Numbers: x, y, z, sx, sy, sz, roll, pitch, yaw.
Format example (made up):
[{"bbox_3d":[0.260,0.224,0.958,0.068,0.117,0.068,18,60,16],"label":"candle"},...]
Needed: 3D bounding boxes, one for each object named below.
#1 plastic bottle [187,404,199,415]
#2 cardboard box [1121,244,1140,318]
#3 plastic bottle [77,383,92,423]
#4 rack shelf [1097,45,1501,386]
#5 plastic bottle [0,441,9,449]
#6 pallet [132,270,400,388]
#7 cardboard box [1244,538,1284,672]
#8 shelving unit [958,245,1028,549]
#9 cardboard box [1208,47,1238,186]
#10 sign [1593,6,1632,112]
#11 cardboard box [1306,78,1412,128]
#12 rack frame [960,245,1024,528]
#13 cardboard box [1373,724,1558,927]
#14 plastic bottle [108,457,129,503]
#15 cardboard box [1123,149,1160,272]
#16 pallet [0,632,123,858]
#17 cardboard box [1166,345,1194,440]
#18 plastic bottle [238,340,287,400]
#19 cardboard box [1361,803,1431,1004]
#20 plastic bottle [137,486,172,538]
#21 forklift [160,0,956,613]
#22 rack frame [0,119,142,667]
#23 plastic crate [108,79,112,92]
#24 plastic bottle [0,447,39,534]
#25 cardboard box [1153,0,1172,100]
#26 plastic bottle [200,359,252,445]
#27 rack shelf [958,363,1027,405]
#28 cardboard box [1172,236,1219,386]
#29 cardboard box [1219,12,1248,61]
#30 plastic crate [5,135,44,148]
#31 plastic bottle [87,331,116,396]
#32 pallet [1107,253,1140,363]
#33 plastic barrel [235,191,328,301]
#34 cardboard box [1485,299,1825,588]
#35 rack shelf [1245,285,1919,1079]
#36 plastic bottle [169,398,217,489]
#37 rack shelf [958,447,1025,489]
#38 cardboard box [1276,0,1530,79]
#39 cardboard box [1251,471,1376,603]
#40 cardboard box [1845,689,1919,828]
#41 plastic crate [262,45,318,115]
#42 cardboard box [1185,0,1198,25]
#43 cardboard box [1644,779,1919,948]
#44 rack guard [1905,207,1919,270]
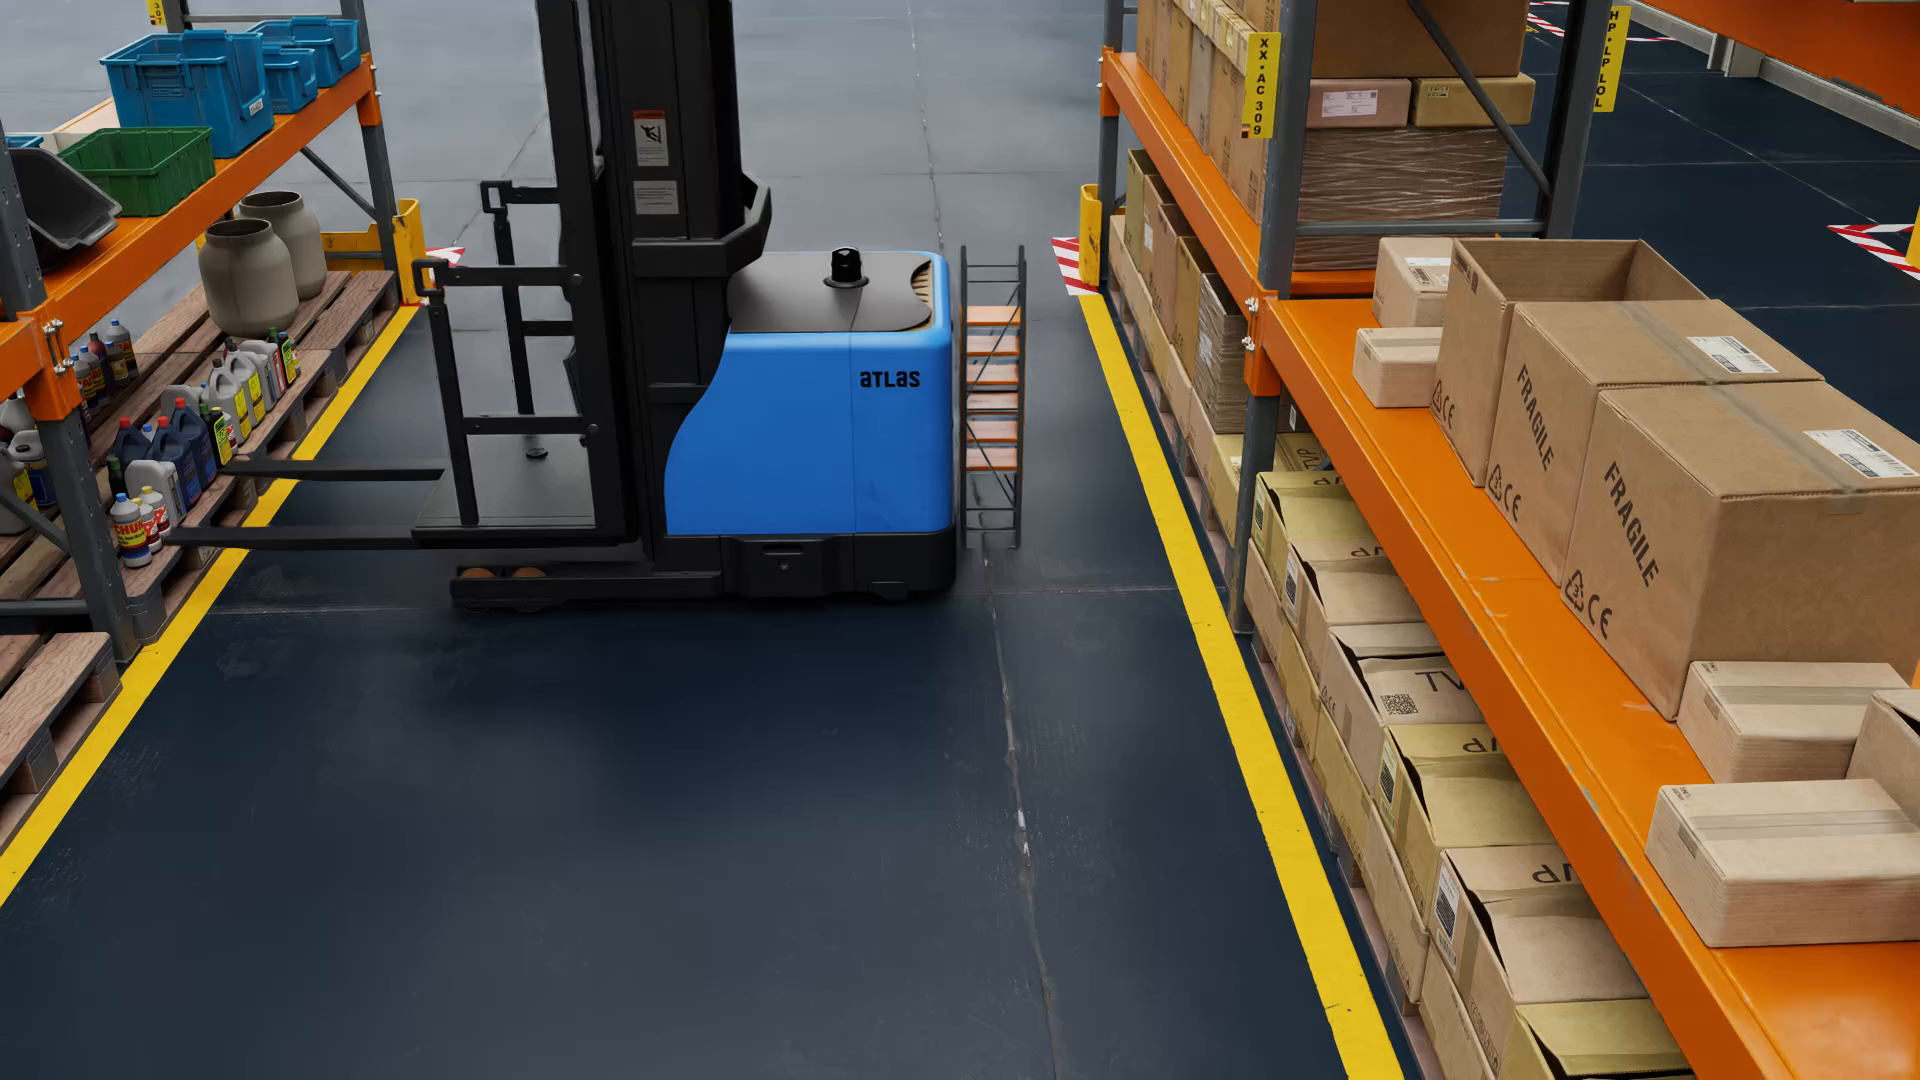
[{"bbox_3d":[-3.133,-0.422,6.791,0.097,0.271,0.097,0,28,0],"label":"plastic bottle"},{"bbox_3d":[1.124,-1.348,8.611,0.500,0.250,0.500,-1,28,-3],"label":"cardboard box"},{"bbox_3d":[-3.847,-0.606,7.219,0.097,0.201,0.097,0,28,0],"label":"plastic bottle"},{"bbox_3d":[1.392,-1.622,7.395,1.077,0.370,4.000,-1,28,-3],"label":"rack shelf"},{"bbox_3d":[-3.781,-0.300,6.469,0.144,0.351,0.185,-3,28,-5],"label":"plastic bottle"},{"bbox_3d":[-3.571,-1.102,8.634,1.003,0.211,1.213,-1,28,-3],"label":"pallet"},{"bbox_3d":[1.270,0.207,5.628,0.500,0.250,0.500,-2,28,-4],"label":"cardboard box"},{"bbox_3d":[0.123,-0.541,6.488,0.258,1.200,0.189,0,28,-1],"label":"shelving unit"},{"bbox_3d":[1.411,-1.742,6.738,0.700,0.500,0.500,-1,28,-2],"label":"cardboard box"},{"bbox_3d":[2.038,-1.514,5.242,0.100,0.325,0.005,-1,28,-3],"label":"sign"},{"bbox_3d":[1.269,-1.470,5.516,0.380,0.149,0.250,-1,28,-3],"label":"cardboard box"},{"bbox_3d":[0.121,-0.583,6.569,0.240,1.200,0.006,0,28,-1],"label":"rack frame"},{"bbox_3d":[1.351,0.673,4.128,0.500,0.311,0.500,-1,28,-1],"label":"cardboard box"},{"bbox_3d":[-3.179,-0.194,6.340,0.061,0.283,0.133,-1,28,-3],"label":"plastic bottle"},{"bbox_3d":[1.122,-1.681,8.437,0.500,0.500,0.500,-1,28,-3],"label":"cardboard box"},{"bbox_3d":[-3.370,0.698,5.183,1.003,0.211,1.213,-1,28,-3],"label":"pallet"},{"bbox_3d":[1.197,-0.655,7.282,0.500,0.250,0.500,-1,28,-3],"label":"cardboard box"},{"bbox_3d":[-3.139,-0.780,7.471,0.152,0.276,0.135,-1,28,-2],"label":"plastic bottle"},{"bbox_3d":[1.351,0.918,4.266,0.500,0.250,0.500,-1,28,-2],"label":"cardboard box"},{"bbox_3d":[-3.039,-0.106,6.260,0.097,0.201,0.097,0,28,0],"label":"plastic bottle"},{"bbox_3d":[-1.539,-1.273,6.022,3.031,2.935,1.130,-1,28,-1],"label":"forklift"},{"bbox_3d":[-3.450,-0.900,5.232,1.000,3.000,0.127,-1,28,-3],"label":"rack frame"},{"bbox_3d":[-3.933,-2.209,8.027,0.298,0.136,0.250,-1,28,-3],"label":"plastic crate"},{"bbox_3d":[-3.627,-0.214,6.306,0.144,0.351,0.185,-1,28,-3],"label":"plastic bottle"},{"bbox_3d":[1.332,-2.451,8.098,0.700,0.500,0.500,-1,28,-1],"label":"cardboard box"},{"bbox_3d":[-3.110,-0.587,7.020,0.144,0.351,0.185,-2,28,-3],"label":"plastic bottle"},{"bbox_3d":[0.124,-0.608,6.453,0.258,0.103,0.180,0,28,-1],"label":"rack shelf"},{"bbox_3d":[1.210,-0.988,7.109,0.500,0.500,0.500,-1,28,-3],"label":"cardboard box"},{"bbox_3d":[1.217,-1.940,6.417,0.380,0.149,0.250,-2,28,-3],"label":"cardboard box"},{"bbox_3d":[-3.779,-1.339,6.234,0.499,0.251,0.616,-1,28,-3],"label":"plastic crate"},{"bbox_3d":[-3.882,-0.788,7.479,0.061,0.283,0.133,-1,28,-2],"label":"plastic bottle"},{"bbox_3d":[1.370,-1.277,8.969,1.003,0.211,1.213,-1,28,-3],"label":"pallet"},{"bbox_3d":[-3.548,-1.528,8.673,0.421,0.512,0.421,0,28,0],"label":"plastic barrel"},{"bbox_3d":[1.574,-0.232,3.844,0.500,0.500,0.500,-1,28,-3],"label":"cardboard box"},{"bbox_3d":[1.601,0.225,3.853,1.077,0.370,4.000,-1,28,-3],"label":"rack shelf"},{"bbox_3d":[-3.088,-0.390,6.644,0.144,0.351,0.185,-3,28,-5],"label":"plastic bottle"},{"bbox_3d":[0.123,-0.288,6.620,0.258,0.103,0.180,0,28,-1],"label":"rack shelf"},{"bbox_3d":[1.467,-1.842,5.527,0.700,0.500,0.500,-1,28,-2],"label":"cardboard box"},{"bbox_3d":[1.270,-0.037,5.489,0.500,0.311,0.500,-1,28,-2],"label":"cardboard box"},{"bbox_3d":[1.852,0.451,2.738,0.500,0.311,0.500,-2,28,-3],"label":"cardboard box"},{"bbox_3d":[-3.306,-2.157,7.803,0.499,0.251,0.408,-1,28,-3],"label":"plastic crate"},{"bbox_3d":[1.173,-2.301,7.108,0.380,0.149,0.250,-1,28,-2],"label":"cardboard box"},{"bbox_3d":[1.383,0.532,2.758,0.380,0.149,0.250,-1,28,-3],"label":"cardboard box"},{"bbox_3d":[6.239,-1.843,9.743,1.175,0.500,0.348,-1,28,-3],"label":"rack guard"}]
